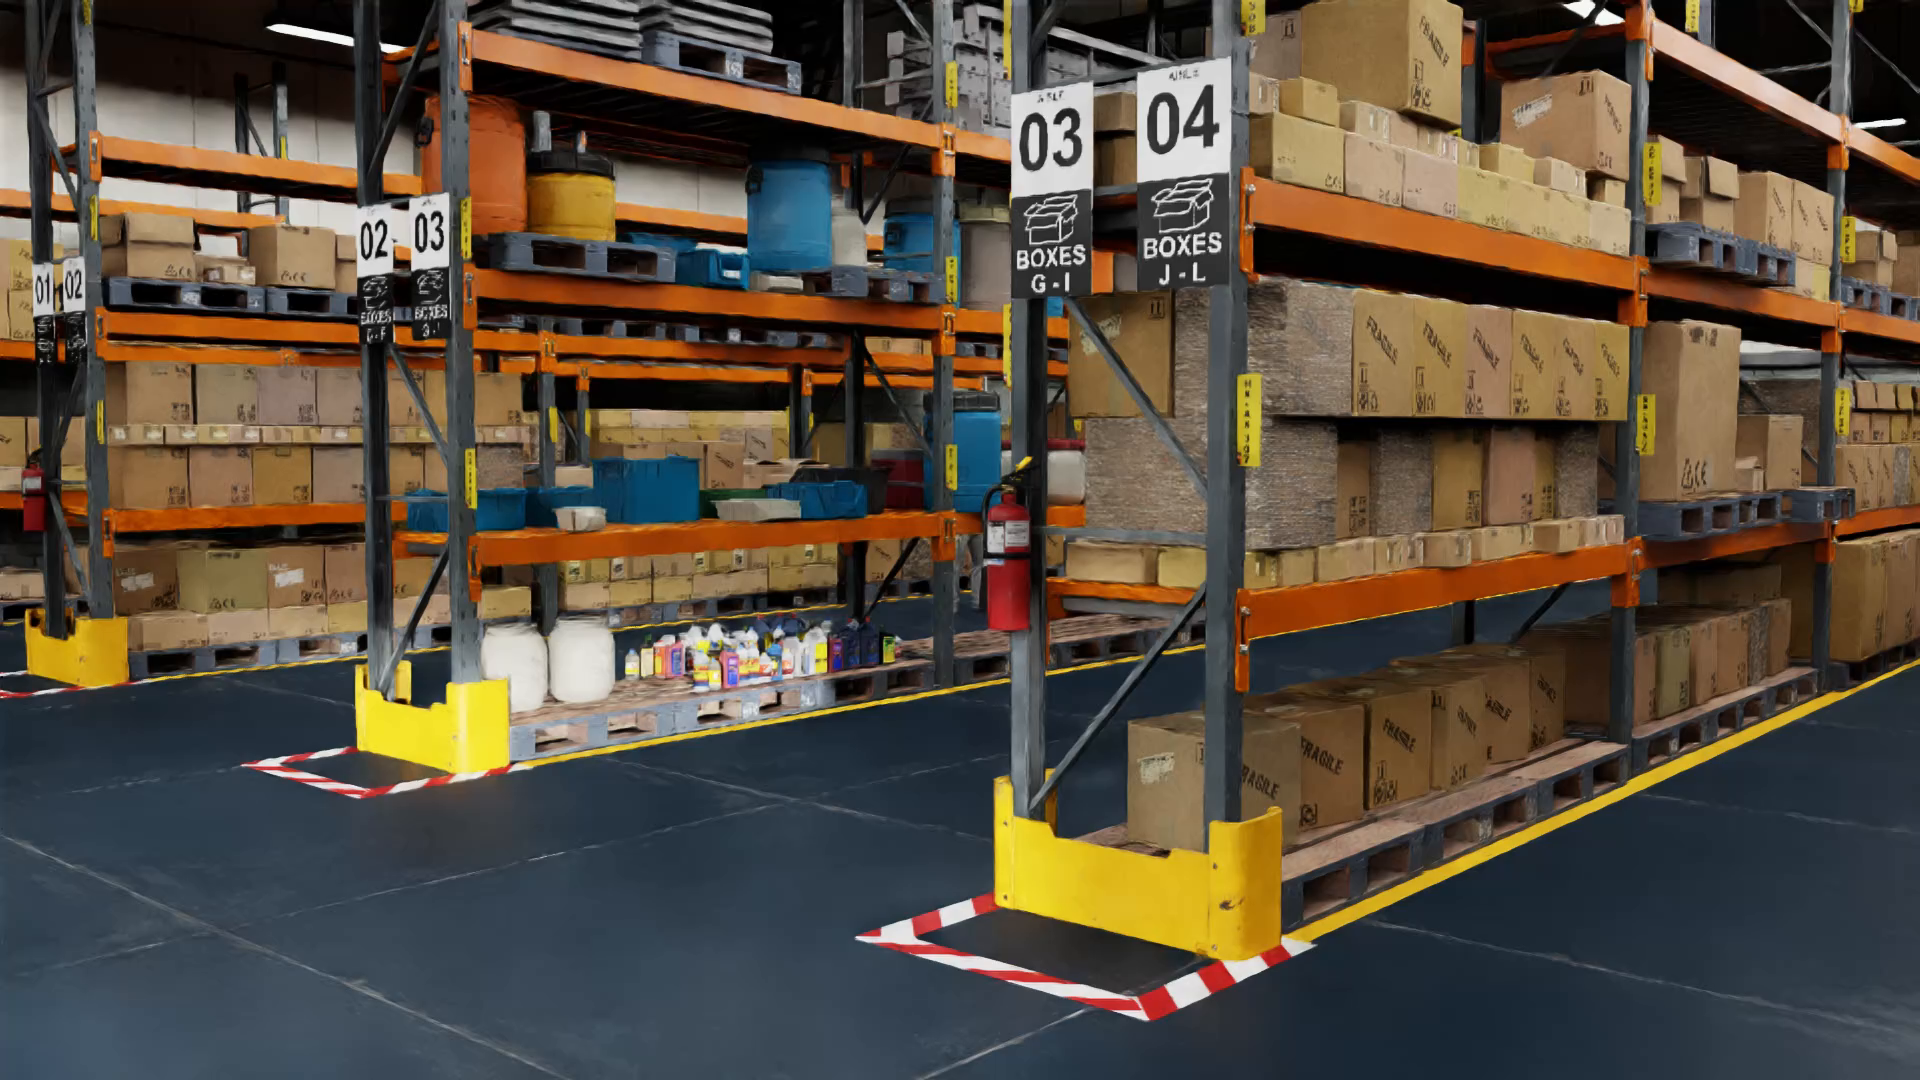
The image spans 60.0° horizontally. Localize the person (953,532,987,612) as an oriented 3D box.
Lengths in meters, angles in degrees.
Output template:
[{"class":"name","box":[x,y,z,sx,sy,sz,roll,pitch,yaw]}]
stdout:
[{"class":"person","box":[0.098,-0.092,17.431,0.543,1.680,0.402,-3,5,-39]}]
